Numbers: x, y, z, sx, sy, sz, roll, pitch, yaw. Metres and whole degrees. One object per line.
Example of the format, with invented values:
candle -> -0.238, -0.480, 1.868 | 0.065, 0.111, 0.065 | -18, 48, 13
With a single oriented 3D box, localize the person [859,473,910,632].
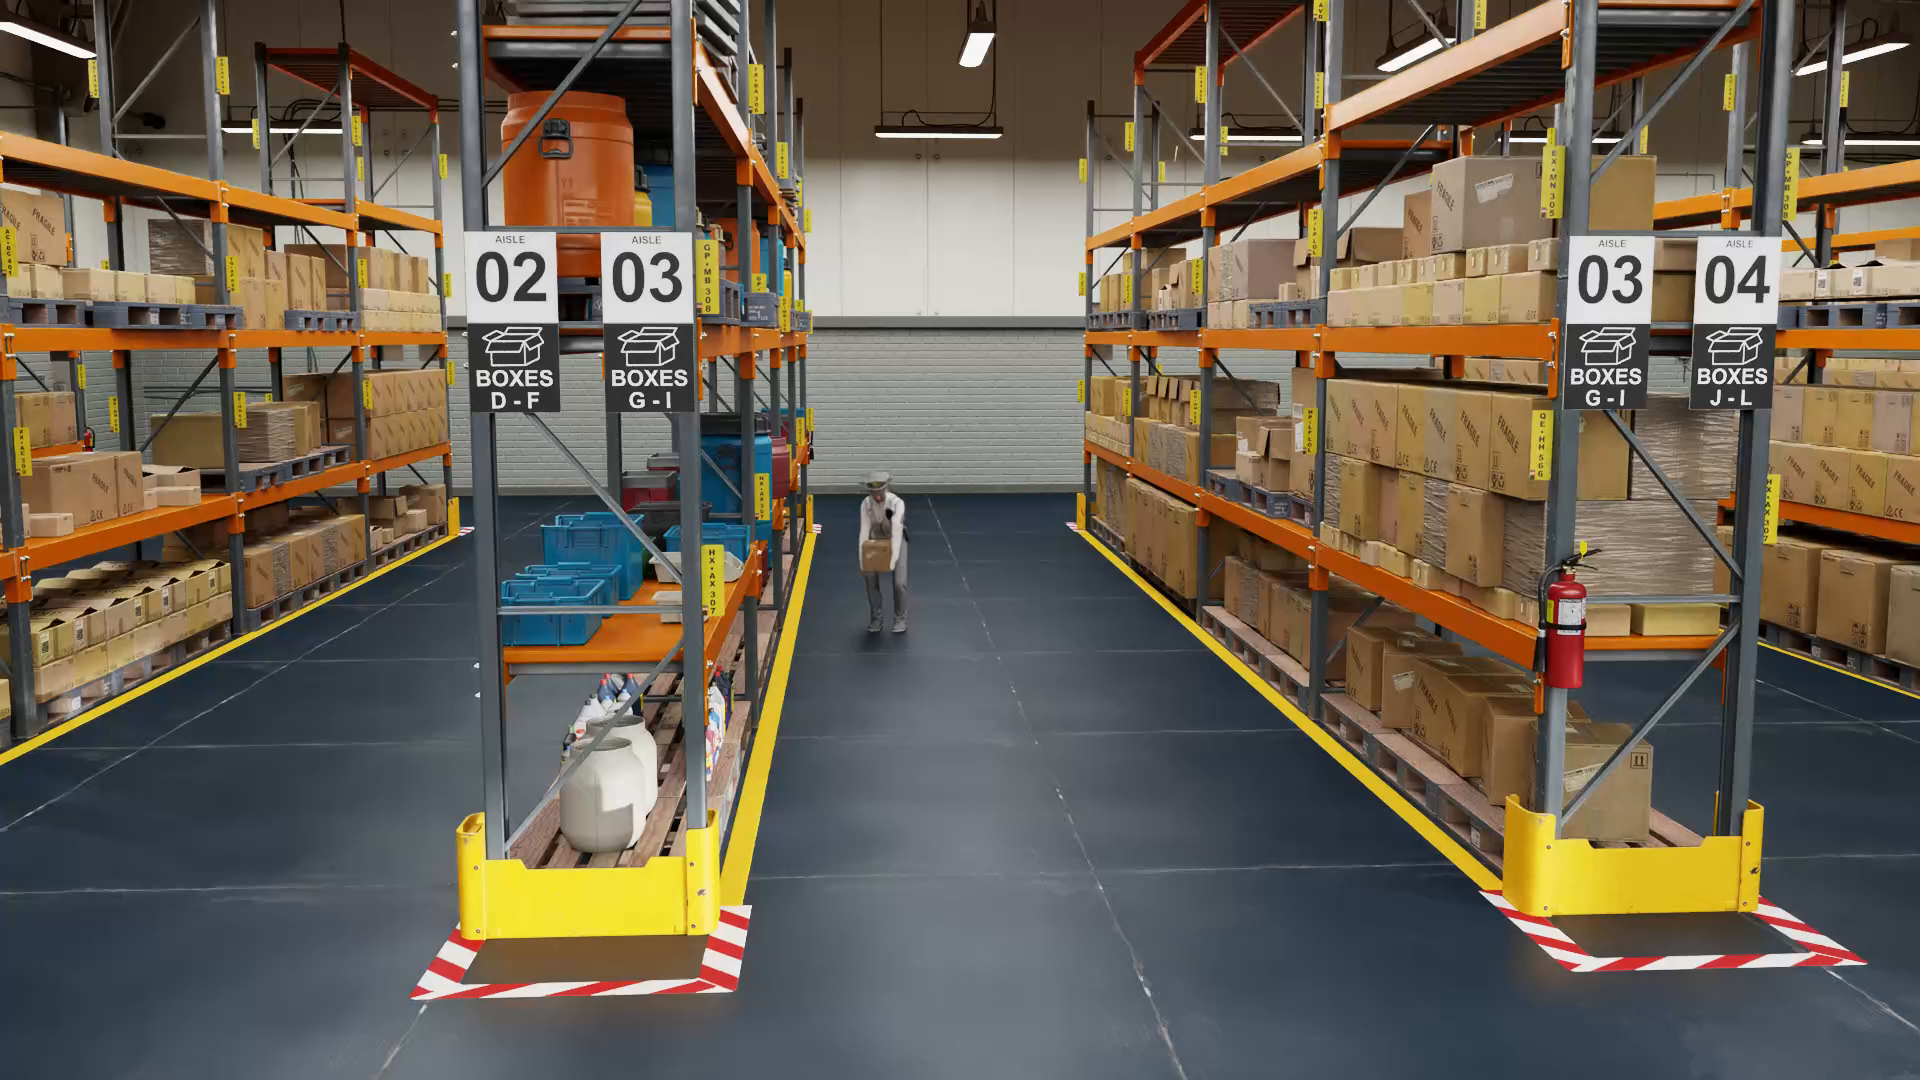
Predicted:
person -> -0.705, 0.120, 15.426 | 0.410, 1.513, 0.710 | 1, 7, 12
